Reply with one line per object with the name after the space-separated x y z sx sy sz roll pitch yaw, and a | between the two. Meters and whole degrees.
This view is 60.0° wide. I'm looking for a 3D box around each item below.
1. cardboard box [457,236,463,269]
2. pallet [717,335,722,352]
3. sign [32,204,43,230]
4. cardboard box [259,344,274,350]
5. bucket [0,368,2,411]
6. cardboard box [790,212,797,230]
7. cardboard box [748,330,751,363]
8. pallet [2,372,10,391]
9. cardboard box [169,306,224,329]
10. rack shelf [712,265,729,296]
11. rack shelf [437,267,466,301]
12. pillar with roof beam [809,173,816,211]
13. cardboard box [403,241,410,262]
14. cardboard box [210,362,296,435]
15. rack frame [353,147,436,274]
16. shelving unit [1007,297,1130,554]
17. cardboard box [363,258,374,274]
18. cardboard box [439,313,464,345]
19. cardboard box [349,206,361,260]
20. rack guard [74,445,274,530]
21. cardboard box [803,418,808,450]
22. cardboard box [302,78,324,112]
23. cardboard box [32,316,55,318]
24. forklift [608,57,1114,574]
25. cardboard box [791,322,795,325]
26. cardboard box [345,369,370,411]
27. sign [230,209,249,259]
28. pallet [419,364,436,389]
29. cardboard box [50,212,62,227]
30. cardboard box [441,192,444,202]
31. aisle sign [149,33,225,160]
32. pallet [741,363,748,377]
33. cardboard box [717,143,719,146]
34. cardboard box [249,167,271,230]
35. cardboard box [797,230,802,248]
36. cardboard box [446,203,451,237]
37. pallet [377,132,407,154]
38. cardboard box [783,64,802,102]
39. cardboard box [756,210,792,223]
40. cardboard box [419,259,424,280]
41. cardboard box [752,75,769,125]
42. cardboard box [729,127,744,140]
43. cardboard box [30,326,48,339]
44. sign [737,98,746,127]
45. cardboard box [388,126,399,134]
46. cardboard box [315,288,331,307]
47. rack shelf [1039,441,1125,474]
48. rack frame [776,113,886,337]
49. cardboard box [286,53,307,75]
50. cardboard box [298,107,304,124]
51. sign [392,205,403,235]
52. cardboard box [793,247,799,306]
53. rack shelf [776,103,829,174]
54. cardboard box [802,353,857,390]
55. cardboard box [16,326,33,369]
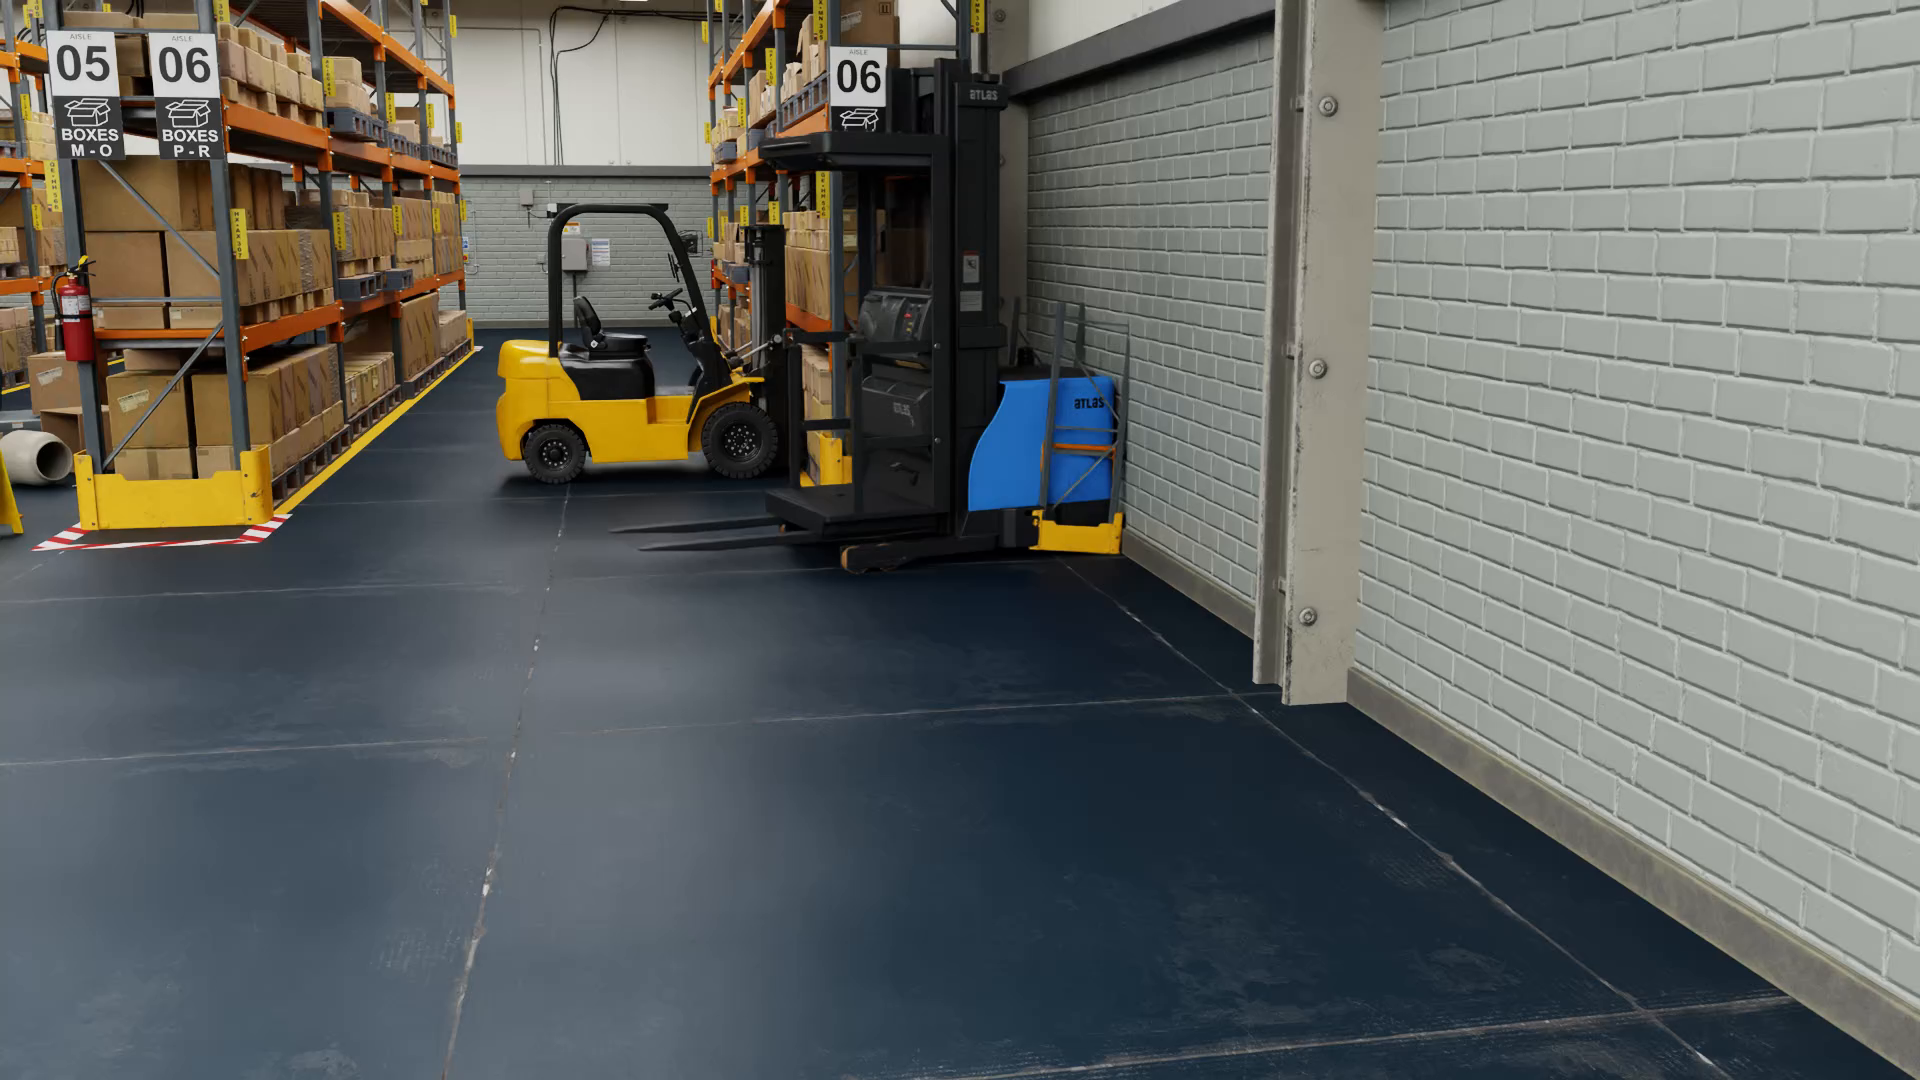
-8.052 -4.480 25.946 0.500 0.500 0.500 -2 11 -11 | cardboard box
-3.366 -3.161 26.741 1.003 0.211 1.213 -2 11 -11 | pallet
-11.919 -4.168 21.473 0.100 0.325 0.005 -2 11 -11 | sign
-6.221 -1.415 14.334 0.500 0.500 0.500 -2 11 -8 | cardboard box
-8.619 -1.308 14.237 0.726 0.611 0.620 2 1 9 | bucket
-1.285 -2.793 14.550 0.380 0.149 0.250 -2 11 -10 | cardboard box
-2.361 -2.364 20.658 0.500 0.500 0.500 -2 11 -12 | cardboard box
-12.069 -1.841 19.805 1.003 0.211 1.213 -2 11 -11 | pallet
-5.156 -1.522 11.342 0.380 0.149 0.250 -2 11 -11 | cardboard box
-3.148 -3.971 25.462 1.077 0.370 4.000 -2 11 -11 | rack shelf
-8.016 -3.790 24.510 1.077 0.370 4.000 -2 11 -11 | rack shelf
-6.233 -6.909 22.927 9.100 9.000 0.400 -2 11 -11 | pillar with roof beam
-6.805 -3.411 19.662 0.500 0.250 0.500 -2 11 -10 | cardboard box
-5.290 -1.058 12.456 0.500 0.500 0.500 -3 11 -13 | cardboard box
-7.627 -3.776 22.515 1.000 3.000 0.127 -2 11 -11 | rack frame
0.646 -0.759 10.594 0.587 1.500 1.083 3 9 -14 | shelving unit
-6.095 -2.745 16.645 0.380 0.149 0.250 -2 11 -9 | cardboard box
-7.992 -3.173 25.073 0.875 0.438 0.875 -2 11 -9 | cardboard box
-5.979 -2.899 15.719 0.500 0.500 0.500 -2 11 -11 | cardboard box
-5.308 -0.362 11.259 1.175 0.500 0.348 -2 11 -11 | rack guard
-1.002 -0.871 13.479 0.500 0.250 0.500 -2 11 -10 | cardboard box
-5.721 -3.784 14.137 0.500 0.250 0.500 -2 11 -12 | cardboard box
-13.377 -3.204 24.419 0.380 0.149 0.250 -2 11 -11 | cardboard box
-0.581 -1.353 9.965 3.031 2.935 1.130 -5 12 -26 | forklift
-1.929 -2.720 20.794 0.380 0.149 0.250 -2 11 -10 | cardboard box
-6.319 -1.452 16.210 0.950 0.372 0.625 -1 11 -7 | cardboard box
-4.761 -2.021 10.975 0.100 0.325 0.005 -2 11 -11 | sign
-7.162 -2.044 20.869 1.003 0.211 1.213 -2 11 -11 | pallet
-12.427 -4.450 22.319 0.500 0.500 0.500 -2 11 -13 | cardboard box
-7.712 -4.983 24.177 0.380 0.149 0.250 -2 11 -11 | cardboard box
-4.977 -2.853 10.708 0.394 0.787 0.004 -2 11 -11 | aisle sign
-2.323 -2.216 21.773 1.003 0.211 1.213 -2 11 -11 | pallet
-3.389 -5.865 25.072 0.500 0.250 0.500 -2 11 -12 | cardboard box
-6.120 -2.813 13.714 0.700 0.500 0.500 -2 11 -11 | cardboard box
-1.178 -2.554 14.092 0.380 0.149 0.250 -2 11 -13 | cardboard box
-7.758 -4.693 24.388 0.500 0.500 0.500 -2 11 -11 | cardboard box
-7.026 -4.540 19.008 1.213 0.211 1.003 -2 11 -8 | pallet
-1.280 -4.014 14.589 0.500 0.311 0.500 -2 11 -10 | cardboard box
-2.788 -4.681 24.869 0.500 0.500 0.500 -2 11 -13 | cardboard box
-7.115 -3.443 21.164 0.500 0.250 0.500 -2 11 -13 | cardboard box
-1.883 -4.771 18.063 0.700 0.500 0.500 -2 11 -12 | cardboard box
-2.767 -5.213 21.321 0.380 0.149 0.250 -2 11 -10 | cardboard box
-12.327 -2.747 22.015 0.380 0.149 0.250 -2 11 -9 | cardboard box
-2.514 -4.932 19.182 0.100 0.325 0.005 -2 11 -11 | sign
-7.112 -5.000 20.424 0.380 0.166 0.250 -1 11 -6 | cardboard box
-5.654 -2.092 14.339 0.380 0.149 0.250 -2 11 -10 | cardboard box
0.632 -0.581 10.613 0.538 0.185 1.000 3 9 -14 | rack shelf
-1.203 -2.490 15.758 1.000 3.000 0.127 -2 11 -11 | rack frame
-5.528 -3.862 13.483 0.380 0.149 0.250 -2 11 -9 | cardboard box
-5.674 -3.517 13.802 0.380 0.149 0.250 -2 11 -10 | cardboard box
-6.319 -3.594 18.673 0.100 0.325 0.005 -2 11 -11 | sign
-1.156 -2.261 14.285 0.500 0.500 0.500 -2 11 -12 | cardboard box
-0.814 -3.244 13.618 1.077 0.370 4.000 -2 11 -11 | rack shelf
-1.033 -1.362 13.388 0.500 0.250 0.500 -2 11 -10 | cardboard box
-12.072 -2.430 21.002 0.500 0.500 0.500 -2 11 -12 | cardboard box
